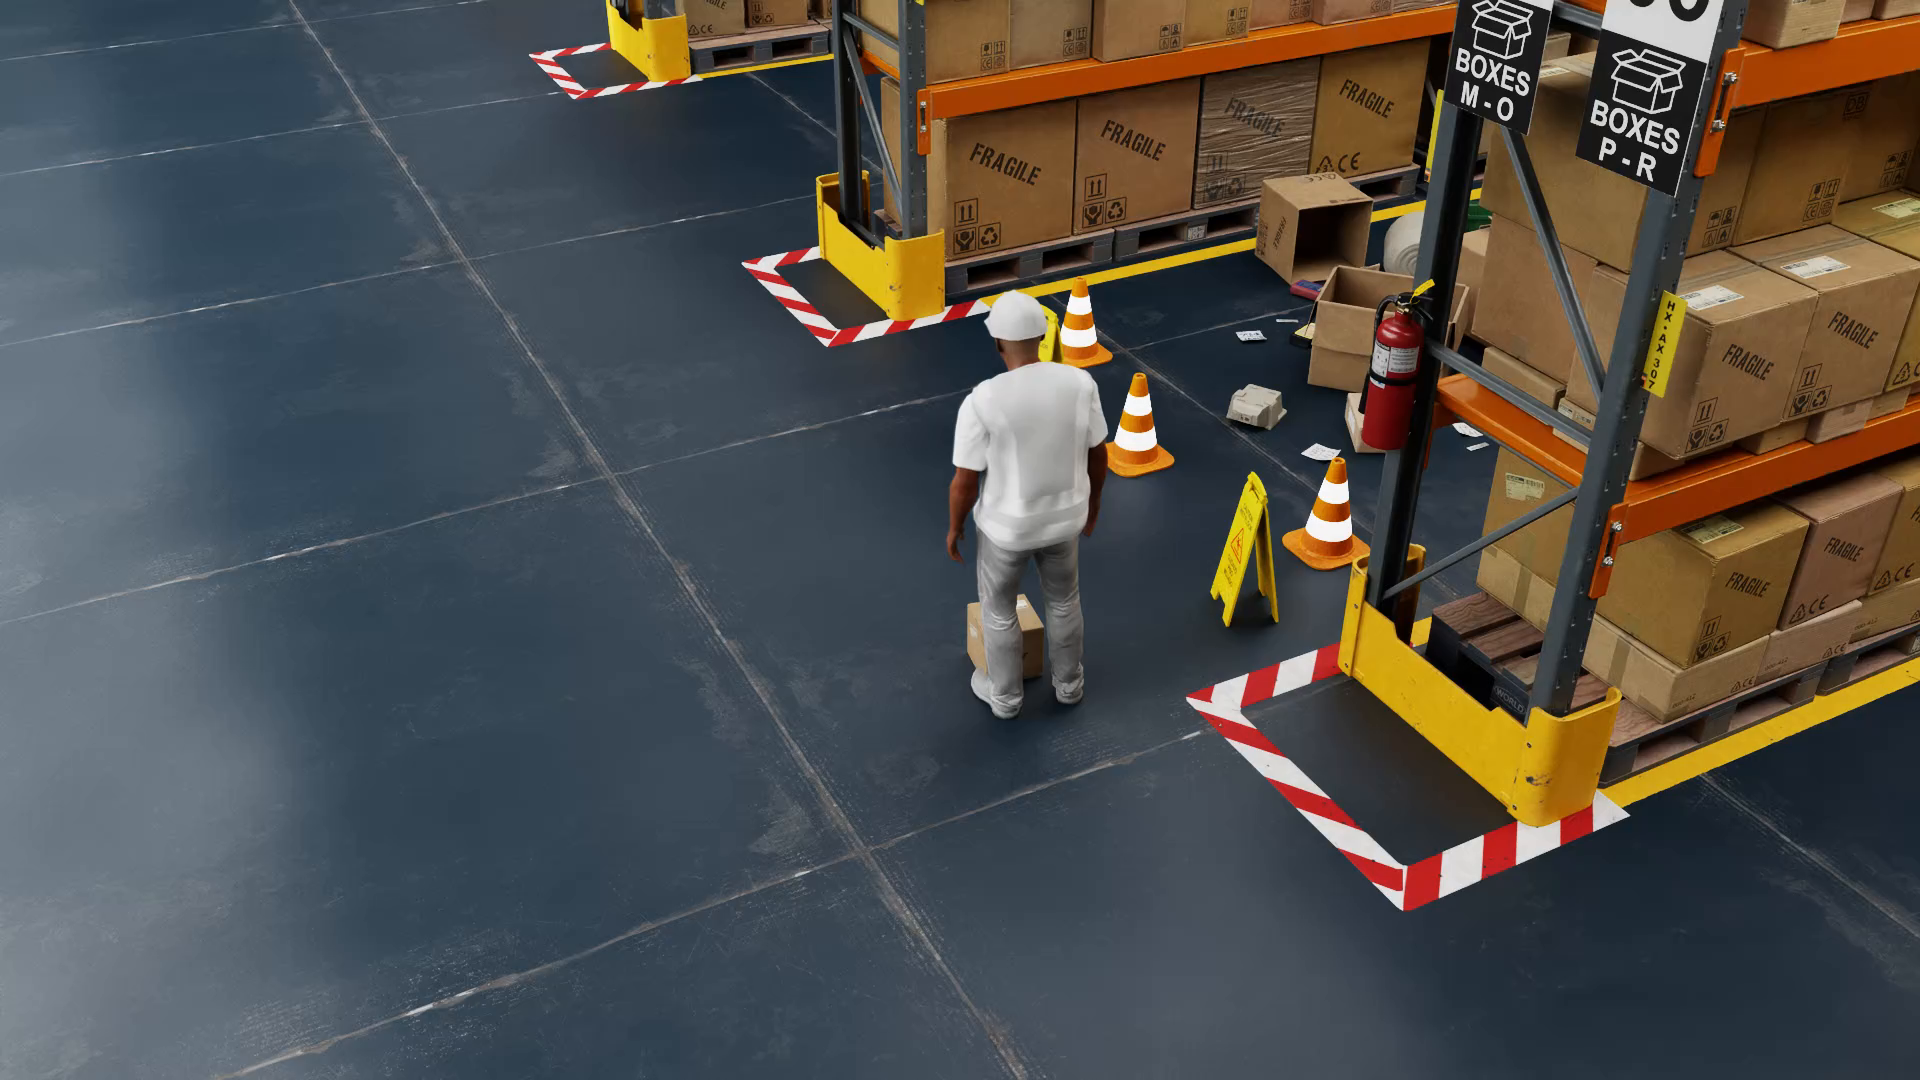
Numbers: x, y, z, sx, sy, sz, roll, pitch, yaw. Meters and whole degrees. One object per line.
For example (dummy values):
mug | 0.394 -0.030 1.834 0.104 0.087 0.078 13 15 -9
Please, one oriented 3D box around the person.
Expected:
person | 0.248 -0.103 6.283 0.635 1.760 0.457 -11 34 -16
